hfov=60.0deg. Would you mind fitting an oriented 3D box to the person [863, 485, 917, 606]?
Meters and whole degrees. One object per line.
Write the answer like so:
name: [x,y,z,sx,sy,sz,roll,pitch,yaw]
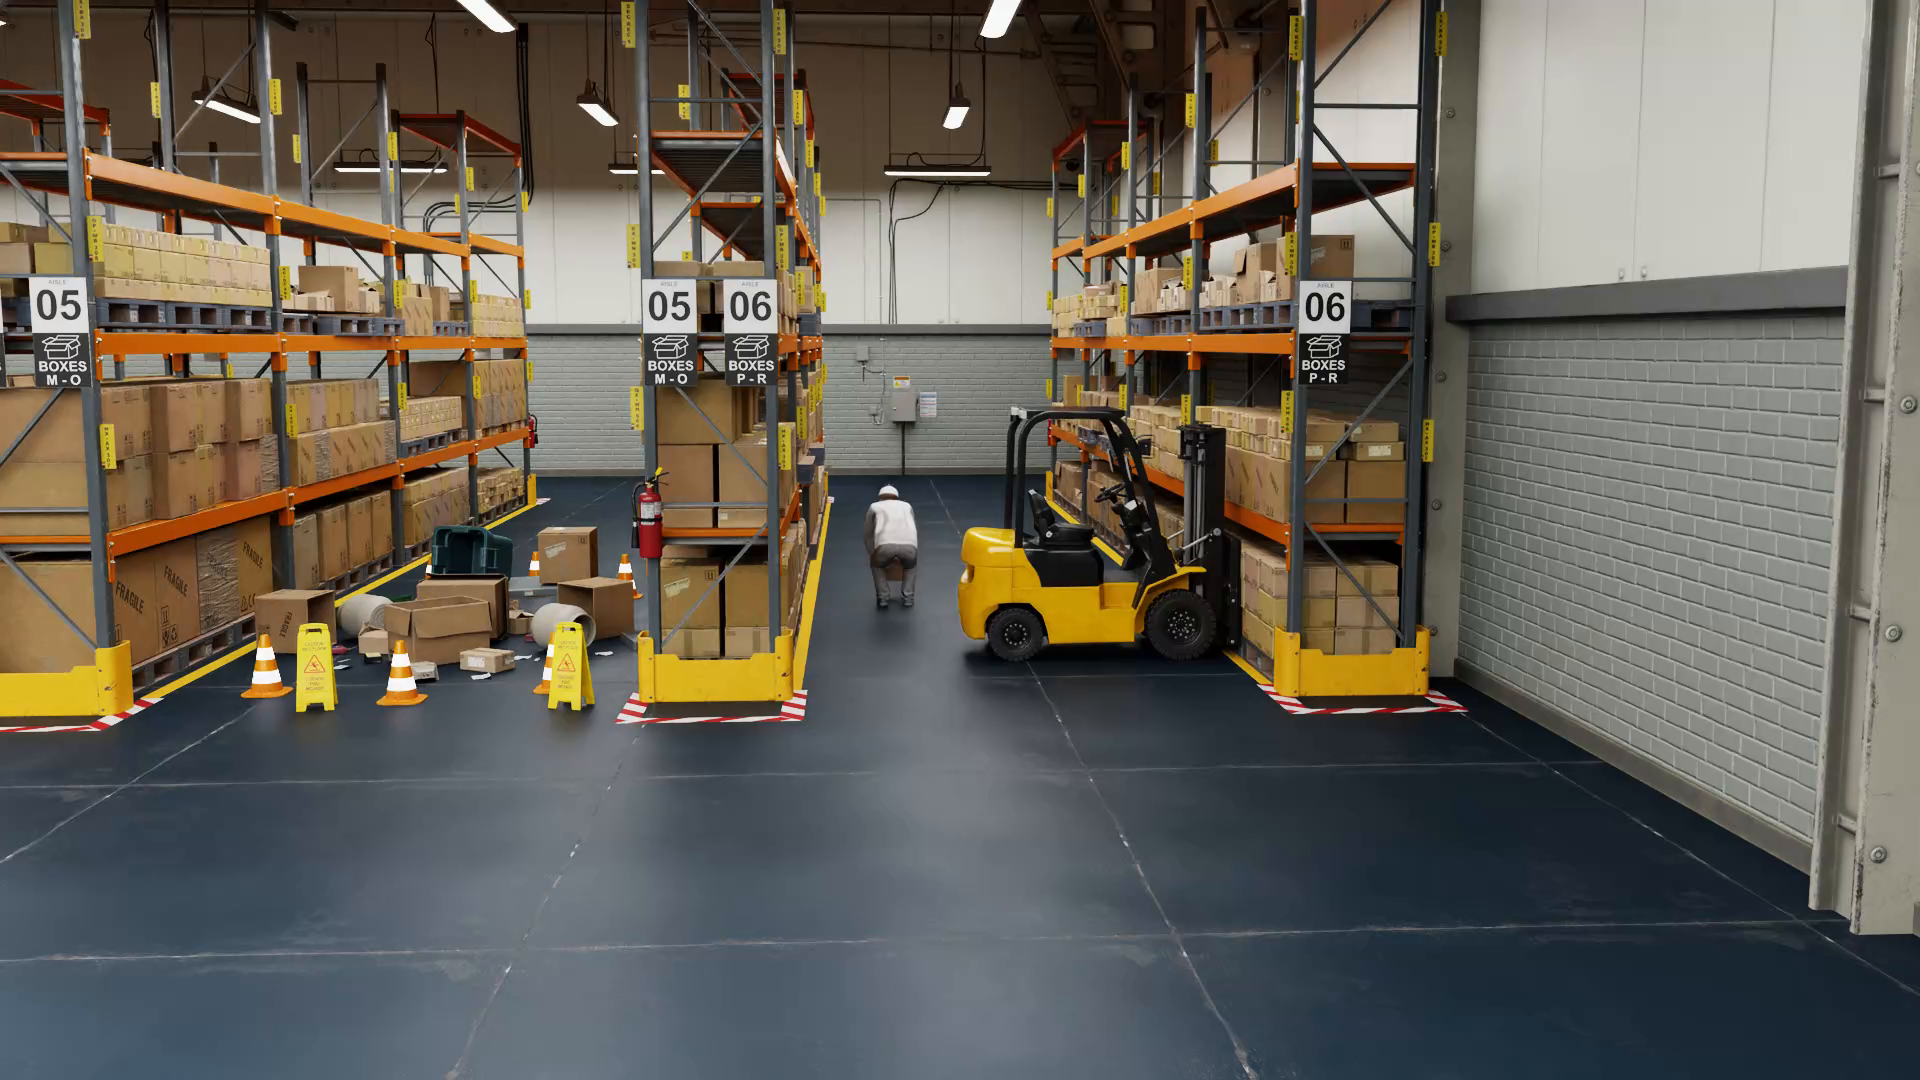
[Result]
person: [-0.726,0.062,17.450,0.575,1.222,0.843,-1,7,-5]
